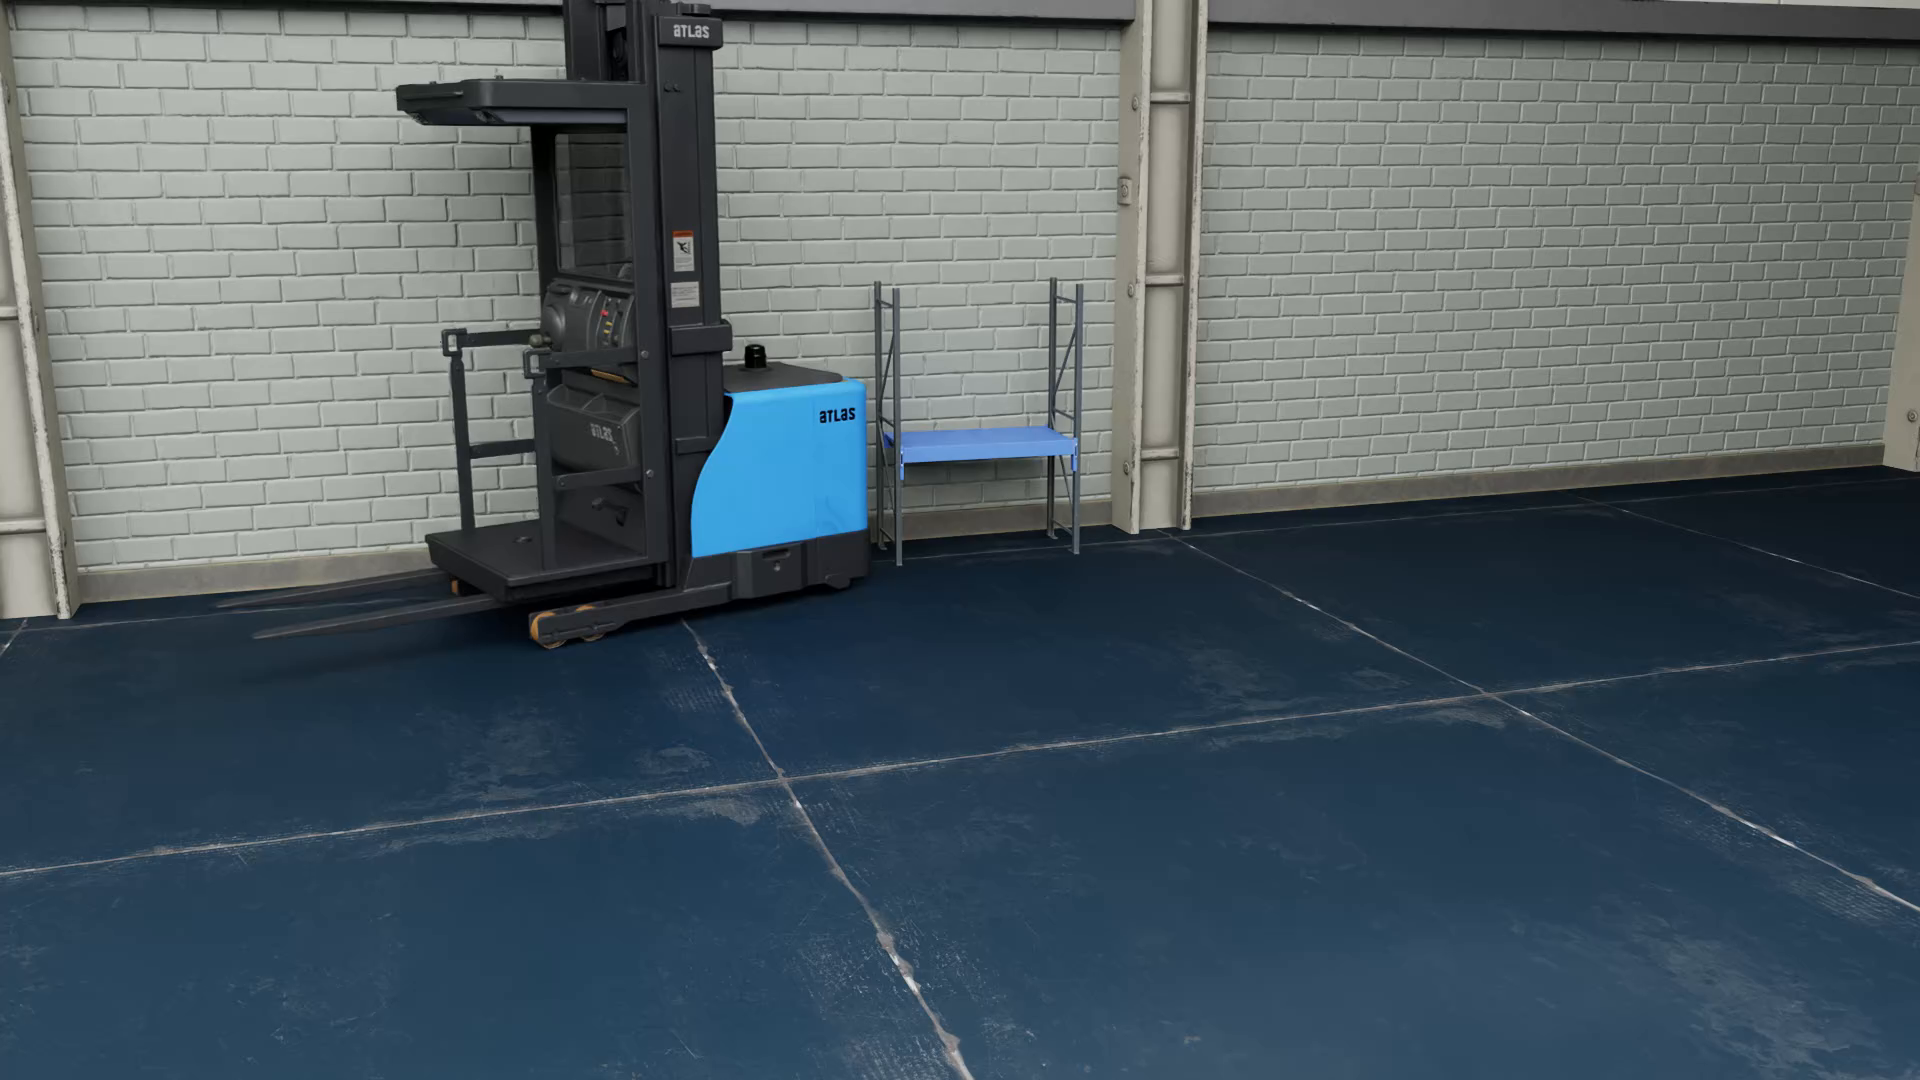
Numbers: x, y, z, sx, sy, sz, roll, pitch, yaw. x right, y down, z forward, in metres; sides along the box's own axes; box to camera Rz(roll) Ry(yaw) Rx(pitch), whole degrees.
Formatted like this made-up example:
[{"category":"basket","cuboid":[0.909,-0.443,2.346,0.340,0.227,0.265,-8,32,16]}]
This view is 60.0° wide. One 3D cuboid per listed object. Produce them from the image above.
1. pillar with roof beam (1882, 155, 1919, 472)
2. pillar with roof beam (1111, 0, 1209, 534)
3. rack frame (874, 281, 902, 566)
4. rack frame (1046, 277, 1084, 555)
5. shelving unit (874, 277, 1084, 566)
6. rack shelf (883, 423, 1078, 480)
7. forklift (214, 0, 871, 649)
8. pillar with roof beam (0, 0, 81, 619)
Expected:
[{"category":"pillar with roof beam","cuboid":[8.204,-3.960,6.847,0.400,9.000,9.100,-4,14,-18]},{"category":"pillar with roof beam","cuboid":[2.517,-3.518,4.985,0.400,9.000,9.100,-4,14,-18]},{"category":"rack frame","cuboid":[-0.394,-0.643,9.105,0.032,1.500,0.500,-4,14,-15]},{"category":"rack frame","cuboid":[0.588,-0.704,9.362,0.032,1.500,0.500,-4,14,-15]},{"category":"shelving unit","cuboid":[0.097,-0.674,9.234,1.048,1.500,0.538,-4,14,-15]},{"category":"rack shelf","cuboid":[0.097,-0.499,9.275,1.000,0.185,0.538,-4,14,-15]},{"category":"forklift","cuboid":[-1.943,-1.070,7.806,3.031,2.935,1.130,-10,17,-36]},{"category":"pillar with roof beam","cuboid":[-3.170,-3.075,3.123,0.400,9.000,9.100,-4,14,-18]}]
